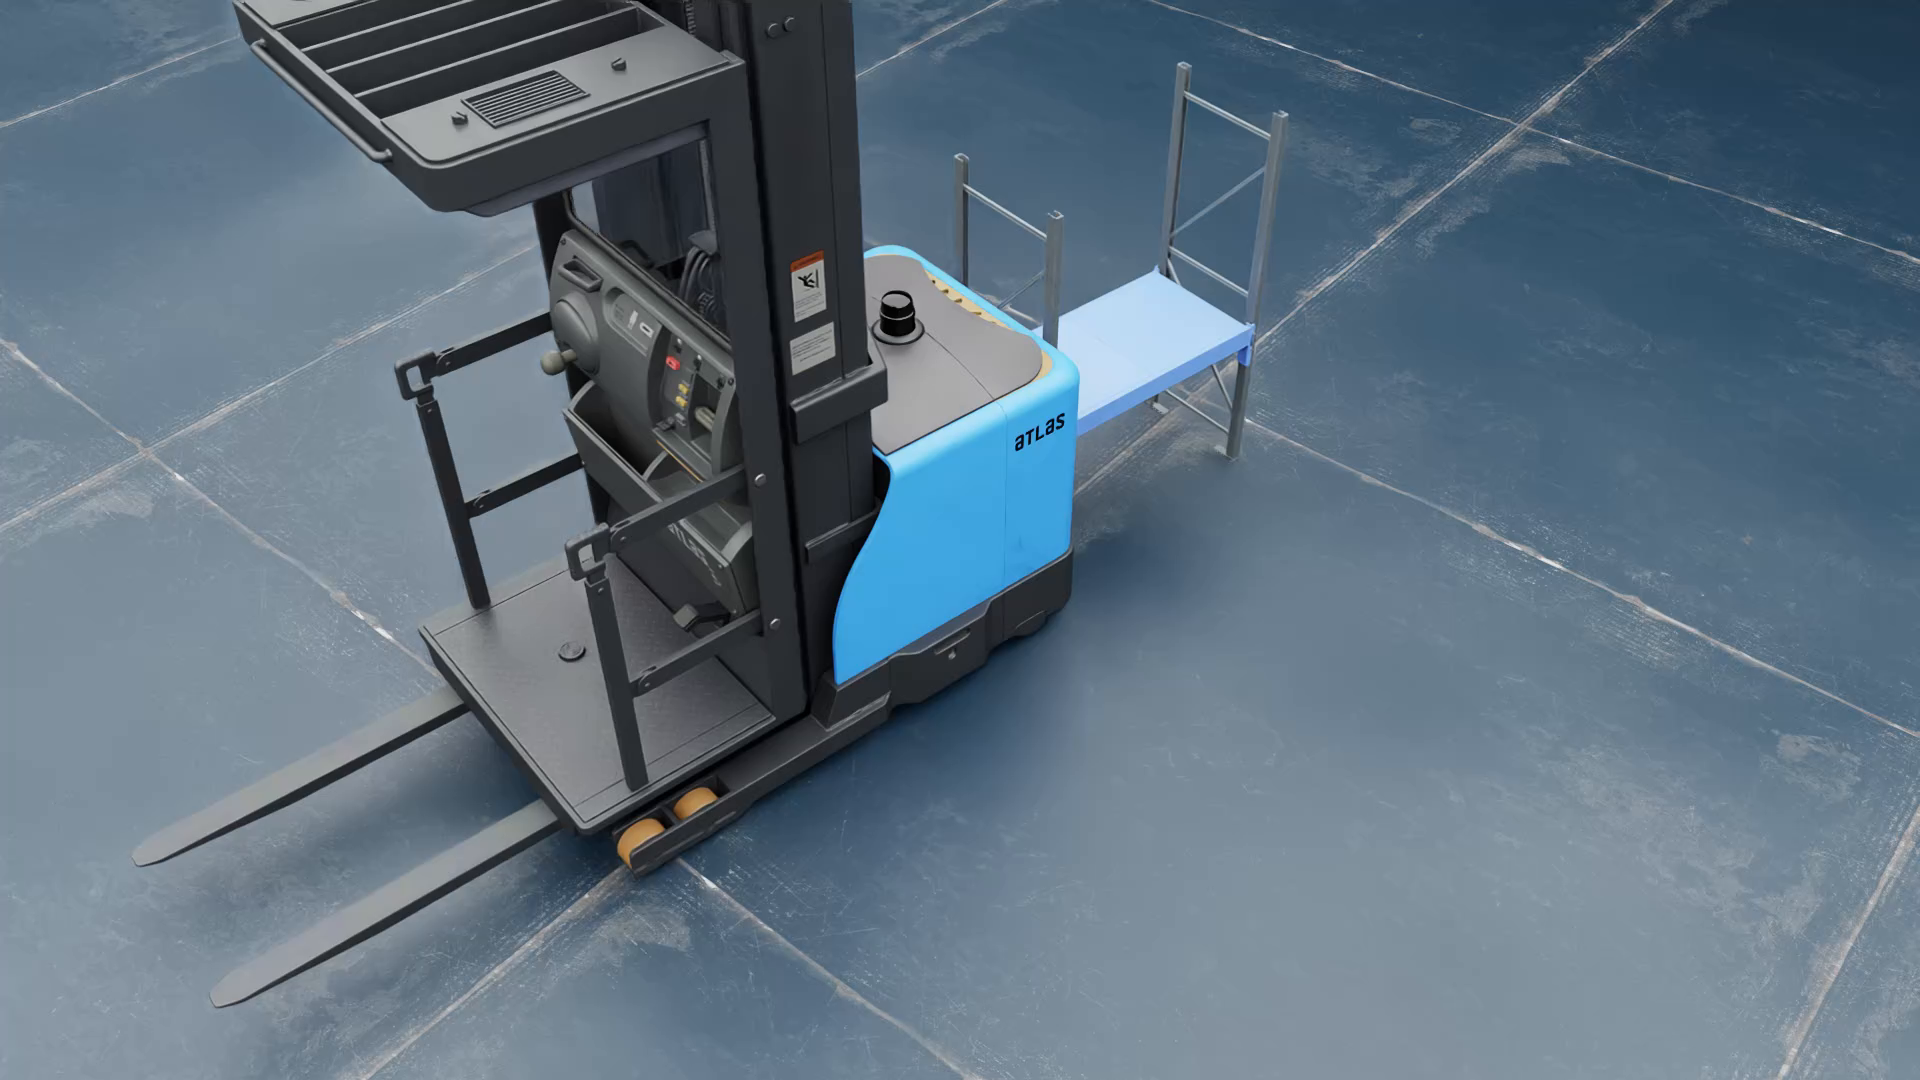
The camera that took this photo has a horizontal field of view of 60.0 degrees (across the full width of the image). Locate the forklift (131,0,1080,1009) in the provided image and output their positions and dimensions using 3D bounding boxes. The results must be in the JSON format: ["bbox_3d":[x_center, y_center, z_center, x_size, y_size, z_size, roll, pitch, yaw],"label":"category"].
[{"bbox_3d":[-1.063,-0.465,4.583,3.031,2.935,1.130,-29,50,-28],"label":"forklift"}]

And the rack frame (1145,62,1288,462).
[{"bbox_3d":[0.936,-1.000,6.235,0.032,1.500,0.500,-29,50,-28],"label":"rack frame"}]

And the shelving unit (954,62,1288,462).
[{"bbox_3d":[0.543,-0.783,5.996,1.048,1.500,0.538,-29,50,-28],"label":"shelving unit"}]

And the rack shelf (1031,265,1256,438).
[{"bbox_3d":[0.543,-0.650,6.117,1.000,0.185,0.538,-29,50,-28],"label":"rack shelf"}]

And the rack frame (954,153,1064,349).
[{"bbox_3d":[0.150,-0.566,5.757,0.032,1.500,0.500,-29,50,-28],"label":"rack frame"}]
